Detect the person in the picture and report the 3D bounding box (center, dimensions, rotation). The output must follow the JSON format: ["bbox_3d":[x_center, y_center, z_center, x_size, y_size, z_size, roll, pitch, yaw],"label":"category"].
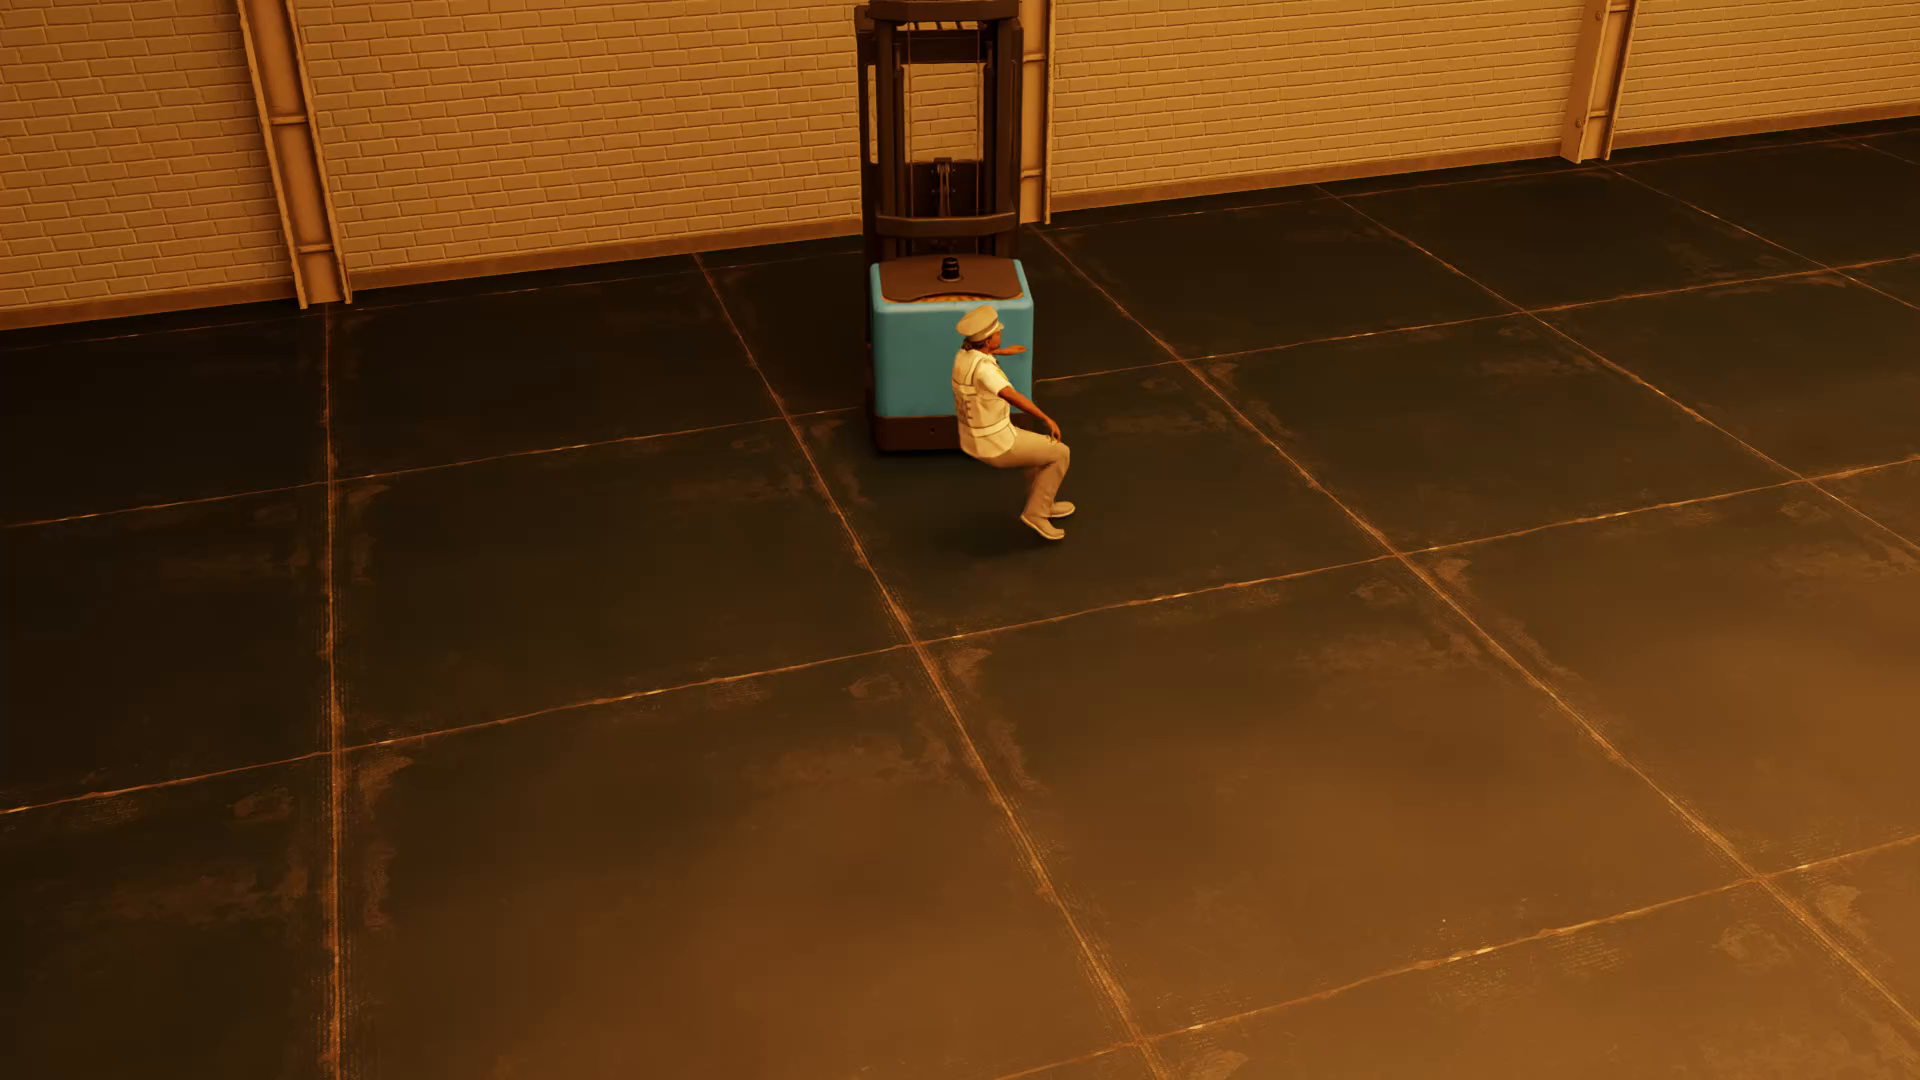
[{"bbox_3d":[0.372,-0.686,9.742,0.826,1.458,0.987,-16,34,-26],"label":"person"}]

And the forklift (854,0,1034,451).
[{"bbox_3d":[-0.150,-2.561,11.538,1.130,2.935,3.031,-2,30,-4],"label":"forklift"}]
